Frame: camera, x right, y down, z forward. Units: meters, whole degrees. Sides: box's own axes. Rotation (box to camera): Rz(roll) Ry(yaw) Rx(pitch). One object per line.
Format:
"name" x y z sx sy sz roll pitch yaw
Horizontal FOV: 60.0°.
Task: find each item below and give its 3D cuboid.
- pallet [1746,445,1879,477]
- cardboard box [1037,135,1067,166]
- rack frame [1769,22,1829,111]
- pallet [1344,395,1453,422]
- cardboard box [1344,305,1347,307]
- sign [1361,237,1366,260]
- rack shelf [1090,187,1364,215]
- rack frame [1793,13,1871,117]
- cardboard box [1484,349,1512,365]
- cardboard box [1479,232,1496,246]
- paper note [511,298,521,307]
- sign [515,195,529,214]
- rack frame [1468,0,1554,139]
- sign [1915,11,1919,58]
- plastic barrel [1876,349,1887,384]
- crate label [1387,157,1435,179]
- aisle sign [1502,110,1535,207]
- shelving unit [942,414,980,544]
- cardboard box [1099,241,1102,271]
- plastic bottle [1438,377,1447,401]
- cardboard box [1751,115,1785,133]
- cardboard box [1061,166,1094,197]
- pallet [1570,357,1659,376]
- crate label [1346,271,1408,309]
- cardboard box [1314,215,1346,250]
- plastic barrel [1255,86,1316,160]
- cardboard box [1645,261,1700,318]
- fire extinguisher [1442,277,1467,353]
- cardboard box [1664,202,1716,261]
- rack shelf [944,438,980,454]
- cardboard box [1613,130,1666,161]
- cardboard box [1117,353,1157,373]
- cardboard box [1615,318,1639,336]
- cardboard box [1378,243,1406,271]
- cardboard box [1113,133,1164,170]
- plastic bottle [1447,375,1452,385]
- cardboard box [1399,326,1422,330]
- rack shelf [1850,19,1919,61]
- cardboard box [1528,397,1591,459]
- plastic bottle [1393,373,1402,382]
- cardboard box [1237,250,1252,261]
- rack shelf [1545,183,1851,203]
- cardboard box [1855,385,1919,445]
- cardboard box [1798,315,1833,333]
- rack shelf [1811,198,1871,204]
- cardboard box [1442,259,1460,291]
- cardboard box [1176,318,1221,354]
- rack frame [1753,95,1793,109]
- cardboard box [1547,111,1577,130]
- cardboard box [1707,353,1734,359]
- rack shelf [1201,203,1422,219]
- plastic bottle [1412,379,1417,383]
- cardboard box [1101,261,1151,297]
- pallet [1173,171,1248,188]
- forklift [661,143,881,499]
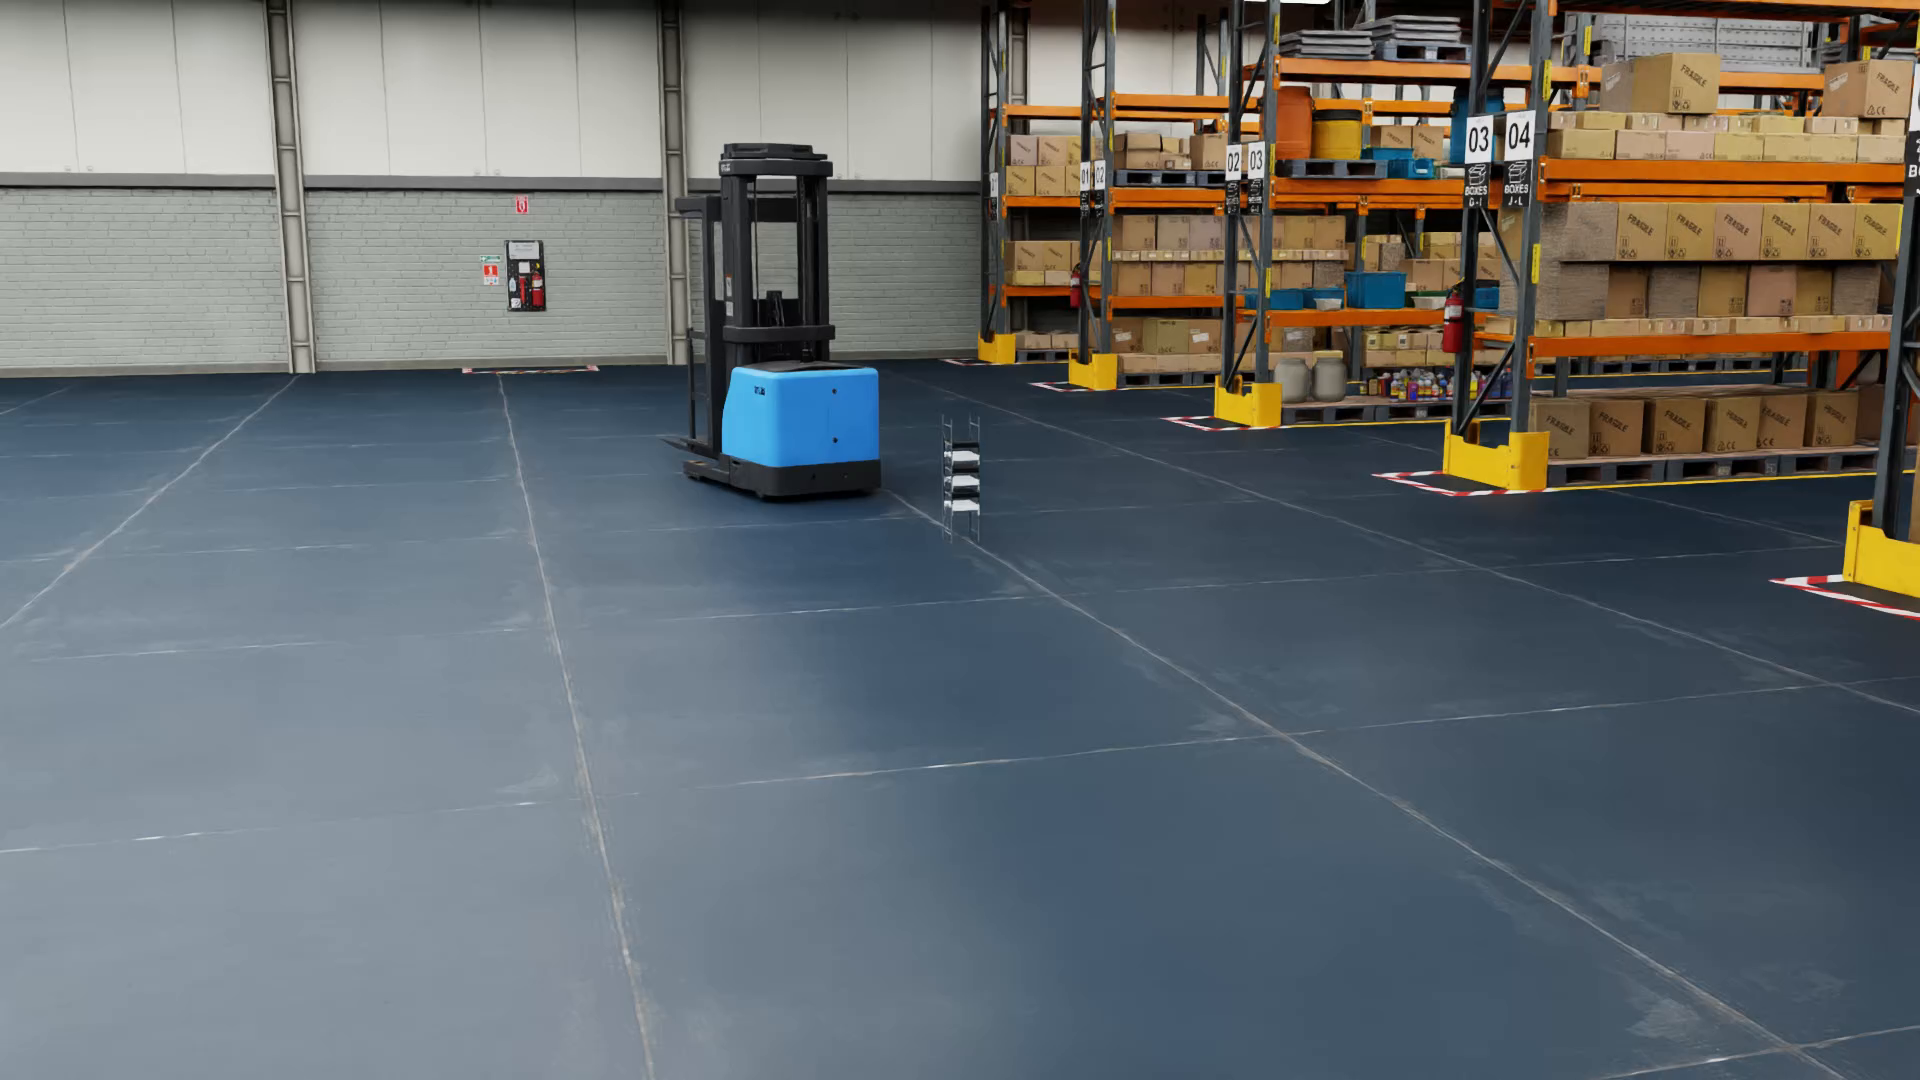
"pallet" 7.921 -0.796 15.785 1.213 0.211 1.003 -3 11 -16
"cardboard box" 1.495 -6.608 28.277 0.500 0.500 0.500 -3 11 -17
"rack frame" 13.472 -7.285 26.762 0.127 3.000 1.000 -3 11 -16
"pallet" 5.341 -1.608 20.196 1.213 0.211 1.003 -3 11 -16
"cardboard box" 7.001 -4.285 30.656 0.500 0.250 0.500 -3 11 -15
"sign" 5.947 -4.298 24.497 0.005 0.325 0.100 -3 11 -16
"rack shelf" 3.870 -4.950 24.350 4.000 0.370 1.077 -3 11 -16
"rack frame" 11.012 -6.221 20.984 0.127 3.000 1.000 -3 11 -16
"cardboard box" 8.217 -2.865 25.761 0.500 0.250 0.500 -3 11 -15
"cardboard box" 9.746 -5.598 30.948 0.500 0.250 0.500 -3 11 -16
"paper note" -7.341 -3.922 27.496 0.142 0.148 0.016 -3 11 -16
"sign" -7.188 -5.509 27.282 0.199 0.298 0.001 -3 11 -16
"rack frame" 4.715 -4.955 14.108 0.127 3.000 1.000 -3 11 -16
"sign" 5.866 -3.104 10.112 0.005 0.325 0.100 -3 11 -16
"plastic barrel" 12.561 -2.376 22.169 0.708 0.588 0.600 -3 11 -16
"crate label" 5.220 -4.305 19.273 0.408 0.251 0.502 -3 11 -16
"aisle sign" 4.740 -3.228 14.116 0.004 0.787 0.394 -3 11 -16
"shelving unit" 0.008 -0.443 11.967 0.210 0.900 0.258 -3 11 -16
"cardboard box" 2.572 -4.941 28.890 0.500 0.500 0.500 -3 11 -14
"plastic bottle" 5.778 -1.811 19.917 0.097 0.271 0.097 0 10 0
"cardboard box" 7.061 -3.670 14.727 0.250 0.149 0.380 -2 11 -13
"cardboard box" 1.976 -6.144 28.517 0.500 0.500 0.500 -2 11 -13
"pallet" 10.359 -2.792 26.628 1.213 0.211 1.003 -3 11 -16
"crate label" 5.022 -3.023 20.086 0.616 0.435 0.502 -3 11 -16
"cardboard box" 5.366 -4.593 24.852 0.500 0.500 0.700 -3 11 -16
"plastic barrel" 3.762 -4.805 19.233 0.708 0.830 0.600 -3 11 -16
"cardboard box" 6.190 -2.287 15.088 0.500 0.500 0.875 -3 11 -16
"fire extinguisher" 4.477 -2.041 15.062 0.183 0.674 0.296 -3 11 -16
"cardboard box" 6.281 -2.722 14.688 0.500 0.500 0.500 -3 11 -16
"rack shelf" 0.008 -0.676 11.924 0.200 0.077 0.258 -3 11 -16
"cardboard box" 5.744 -3.413 14.429 0.500 0.250 0.500 -3 11 -17
"cardboard box" 2.527 -2.570 24.155 0.500 0.250 0.500 -3 11 -16
"cardboard box" 5.779 -1.890 14.721 0.250 0.149 0.380 -3 11 -16
"cardboard box" 7.794 -5.233 30.695 0.500 0.500 0.700 -4 11 -23
"cardboard box" 2.503 -5.557 23.829 0.637 0.503 0.797 -2 11 -12
"plastic bottle" 5.952 -1.851 20.103 0.133 0.283 0.061 -3 11 -16
"cardboard box" 7.077 -3.182 25.932 0.500 0.311 0.500 -3 11 -16
"rack shelf" 10.476 -4.708 15.859 4.000 0.370 1.077 -3 11 -16
"cardboard box" 5.319 -1.011 14.995 0.500 0.500 0.500 -1 10 -5
"plastic bottle" 5.355 -1.927 20.535 0.135 0.276 0.152 -3 11 -18
"cardboard box" 4.116 -4.169 24.338 0.250 0.149 0.380 -3 11 -14
"rack shelf" 9.092 -4.291 20.771 4.000 0.370 1.077 -3 11 -16
"cardboard box" 9.151 -1.222 16.086 0.500 0.500 0.700 -4 11 -20
"cardboard box" 7.723 -1.976 15.191 0.250 0.149 0.380 -3 11 -16
"rack shelf" 15.392 -5.557 27.649 4.000 0.370 1.077 -3 11 -16
"cardboard box" 7.519 -4.067 25.575 0.500 0.500 0.500 -3 11 -16
"cardboard box" 3.483 -2.992 24.376 0.500 0.500 0.500 -3 11 -16
"rack frame" 15.924 -8.348 32.538 0.127 3.000 1.000 -3 11 -16
"cardboard box" 5.044 -3.576 14.215 0.250 0.149 0.380 -3 11 -16
"cardboard box" 12.119 -3.198 26.820 0.500 0.500 0.500 -3 11 -15
"rack shelf" 6.323 -6.013 30.126 4.000 0.370 1.077 -3 11 -16
"plastic bottle" 5.588 -1.880 20.489 0.097 0.201 0.097 0 10 0
"cardboard box" 2.402 -3.798 24.114 0.500 0.500 0.700 -3 11 -16
"pallet" 3.810 -5.252 24.252 1.213 0.211 1.003 -3 11 -16
"forklift" -1.854 -2.007 14.851 1.130 2.935 3.031 -6 12 -30
